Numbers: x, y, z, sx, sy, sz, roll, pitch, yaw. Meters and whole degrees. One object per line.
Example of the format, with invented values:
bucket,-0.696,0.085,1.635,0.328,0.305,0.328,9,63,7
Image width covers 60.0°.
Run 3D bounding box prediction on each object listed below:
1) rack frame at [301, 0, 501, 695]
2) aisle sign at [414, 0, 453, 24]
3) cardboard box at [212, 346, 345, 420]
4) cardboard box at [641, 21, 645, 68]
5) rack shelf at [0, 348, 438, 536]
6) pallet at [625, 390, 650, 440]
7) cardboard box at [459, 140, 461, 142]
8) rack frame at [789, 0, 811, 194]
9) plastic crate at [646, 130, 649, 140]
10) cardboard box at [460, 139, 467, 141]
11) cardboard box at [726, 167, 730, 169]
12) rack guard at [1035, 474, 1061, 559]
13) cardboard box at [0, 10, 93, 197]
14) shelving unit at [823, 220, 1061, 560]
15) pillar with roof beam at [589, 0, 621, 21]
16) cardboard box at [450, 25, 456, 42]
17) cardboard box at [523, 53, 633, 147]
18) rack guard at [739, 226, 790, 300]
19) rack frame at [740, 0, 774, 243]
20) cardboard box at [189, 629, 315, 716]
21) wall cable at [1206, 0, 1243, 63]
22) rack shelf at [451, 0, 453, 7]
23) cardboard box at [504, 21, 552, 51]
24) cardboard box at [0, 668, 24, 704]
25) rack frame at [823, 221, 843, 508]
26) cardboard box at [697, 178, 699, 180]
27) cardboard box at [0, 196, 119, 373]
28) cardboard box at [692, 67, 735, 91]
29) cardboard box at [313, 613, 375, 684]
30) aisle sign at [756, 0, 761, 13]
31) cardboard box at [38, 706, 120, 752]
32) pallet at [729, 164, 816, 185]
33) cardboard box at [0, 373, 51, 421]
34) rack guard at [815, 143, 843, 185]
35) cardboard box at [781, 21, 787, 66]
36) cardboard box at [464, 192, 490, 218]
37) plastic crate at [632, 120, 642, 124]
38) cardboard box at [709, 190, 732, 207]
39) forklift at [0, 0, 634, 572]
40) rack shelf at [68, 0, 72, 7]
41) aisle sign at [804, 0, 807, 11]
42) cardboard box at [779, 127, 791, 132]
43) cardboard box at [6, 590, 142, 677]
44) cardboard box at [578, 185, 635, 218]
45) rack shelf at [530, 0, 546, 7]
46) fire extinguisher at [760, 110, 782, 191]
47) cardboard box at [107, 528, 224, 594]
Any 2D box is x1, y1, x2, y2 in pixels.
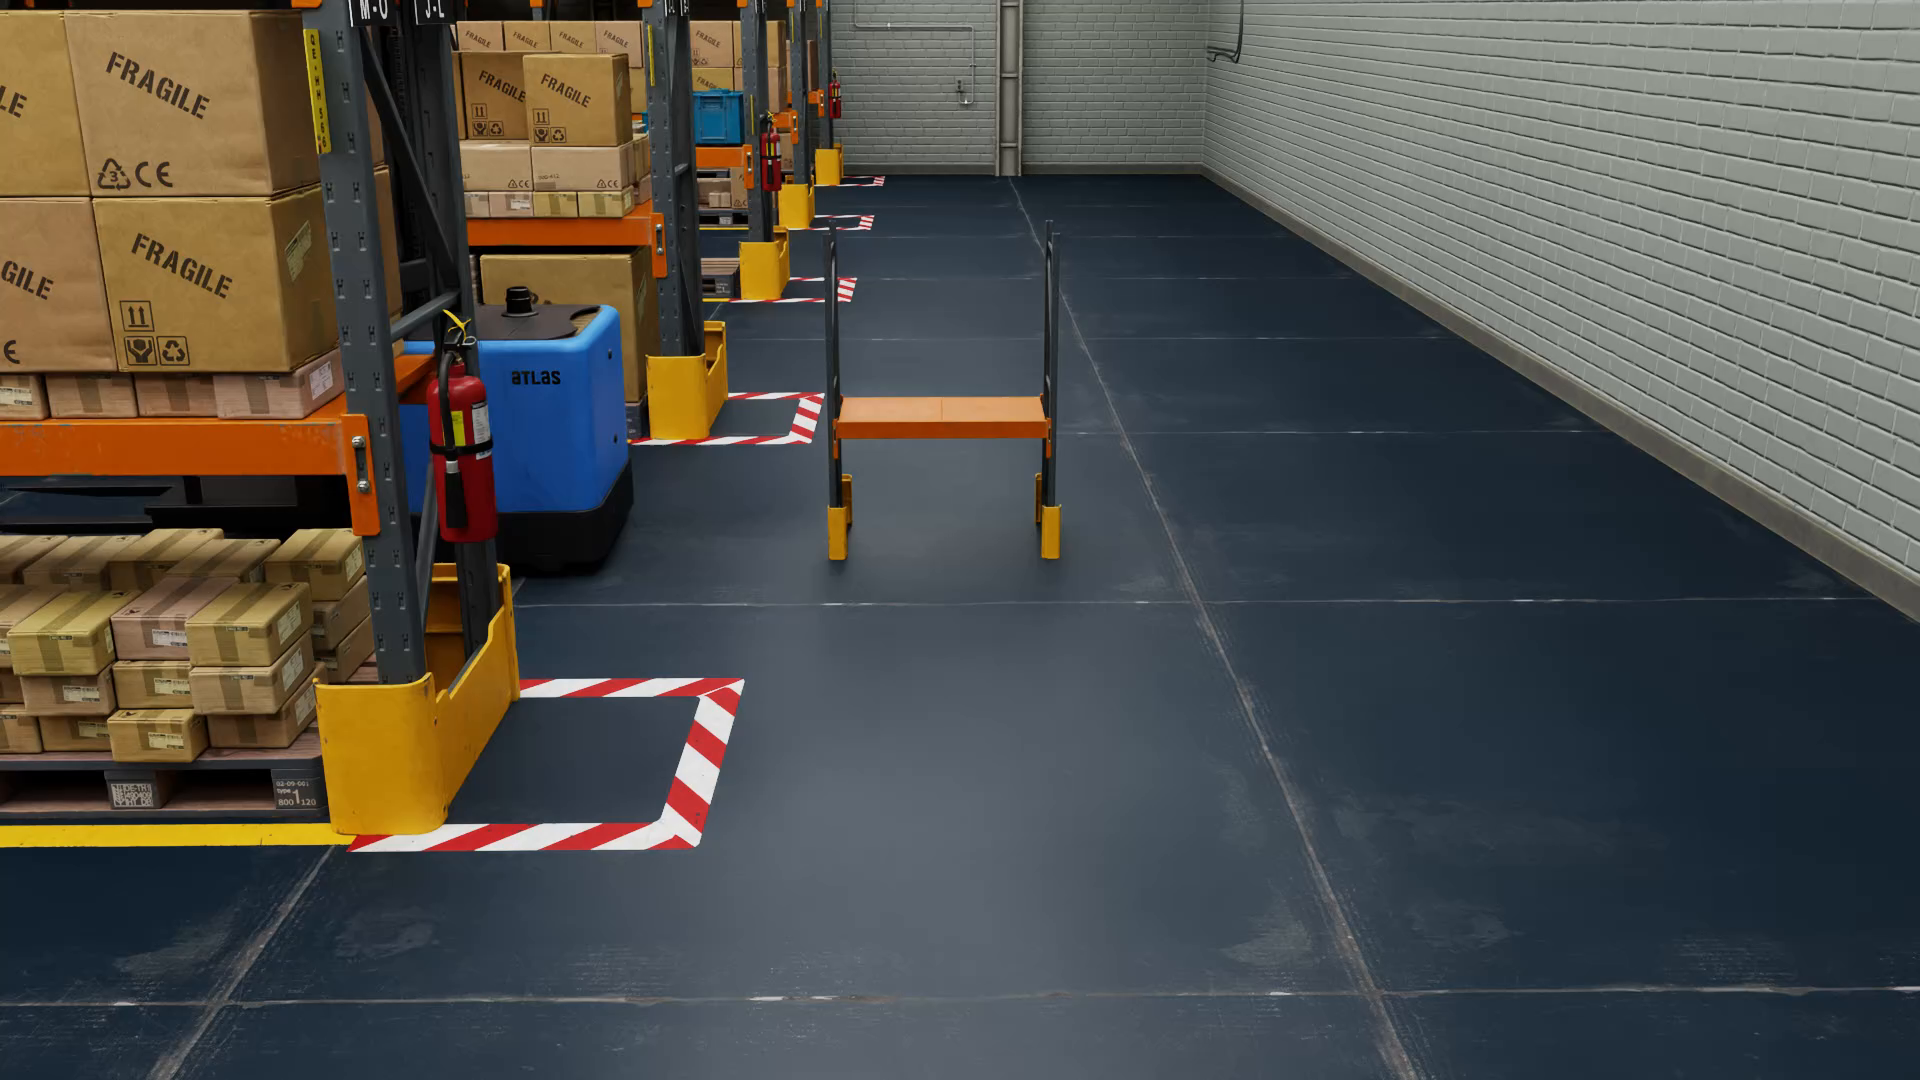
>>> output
rack frame,-1.737,-0.688,5.281,0.127,3.000,1.000,0,18,-1
aisle sign,-1.669,-2.018,5.170,0.004,0.787,0.394,0,18,-1
cardboard box,-2.059,-0.480,5.045,0.250,0.149,0.380,0,18,-1
cardboard box,-3.331,-5.660,18.979,0.500,0.500,0.500,0,18,1
rack shelf,-3.737,-0.336,5.361,4.000,0.370,1.077,0,18,-1
pallet,-2.513,-0.847,10.344,1.213,0.211,1.003,0,18,-1
cardboard box,-3.211,-2.185,9.707,0.500,0.250,0.500,-1,18,-3
rack frame,-1.867,-5.229,19.436,0.127,3.000,1.000,0,18,-1
plastic crate,-2.605,-3.560,14.567,0.243,0.136,0.396,0,18,-1
cardboard box,-3.221,-2.348,10.214,0.500,0.250,0.500,-1,18,-3
cardboard box,-3.148,-5.715,24.357,0.500,0.500,0.700,0,18,-1
rack guard,0.422,-0.121,8.016,0.087,0.250,0.587,0,18,-1
cardboard box,-2.698,-1.272,4.816,0.500,0.500,0.500,-1,18,-3
shelving unit,-0.076,-0.714,7.817,1.083,1.500,0.587,0,18,-1
pillar with roof beam,-5.194,-8.532,19.911,0.400,9.000,9.100,0,18,-1
cardboard box,-6.923,-7.198,23.665,0.500,0.250,0.500,0,18,0
cardboard box,-2.198,-2.548,9.610,0.500,0.500,0.500,0,18,0
rack guard,-1.769,-2.530,15.115,0.348,0.500,1.175,0,18,-1
rack frame,-1.793,-3.716,14.720,0.127,3.000,1.000,0,18,-1
cardboard box,-2.261,0.418,5.327,0.250,0.149,0.380,-1,18,-2
wall cable,3.712,-8.038,23.455,0.112,2.526,3.097,0,18,-1
rack shelf,-7.867,-6.285,18.998,4.000,0.370,1.077,0,18,-1
cardboard box,-4.875,-5.652,18.956,0.500,0.500,0.500,-1,18,-3
cardboard box,-3.050,0.391,5.411,0.250,0.149,0.380,0,18,-2
rack frame,-0.594,-0.711,7.810,0.032,1.500,0.500,0,18,-1
cardboard box,-3.415,-4.208,20.036,0.500,0.250,0.500,0,18,-1
cardboard box,-2.698,-0.795,4.965,0.500,0.500,0.500,-1,18,-2
cardboard box,-2.829,-5.187,19.144,0.500,0.500,0.500,0,18,0
cardboard box,-2.266,0.375,5.949,0.250,0.149,0.380,0,18,0
aisle sign,-1.716,-4.865,14.045,0.004,0.787,0.394,0,18,-1
cardboard box,-2.781,0.543,5.423,0.250,0.149,0.380,0,18,-1
pallet,-2.747,-5.386,24.492,1.213,0.211,1.003,0,18,-1
cardboard box,-2.813,-0.476,5.033,0.250,0.149,0.380,0,18,1
rack guard,-1.925,-5.551,24.535,0.348,0.500,1.175,0,18,-1
cardboard box,-2.315,-5.831,19.513,0.500,0.500,0.500,0,18,1
cardboard box,-2.827,-1.978,9.713,0.250,0.149,0.380,0,18,0
plastic crate,-3.045,-3.739,15.125,0.298,0.136,0.250,0,18,-1
cardboard box,-2.813,-4.037,19.639,0.250,0.166,0.380,0,18,-1
forklift,-3.146,-1.369,7.518,3.031,2.935,1.130,-1,18,-2
rack shelf,-11.866,-6.266,18.938,4.000,0.370,1.077,0,18,-1
aisle sign,-1.804,-6.557,19.320,0.004,0.787,0.394,0,18,-1
cardboard box,-2.526,-6.088,24.458,0.250,0.149,0.380,0,18,0
cardboard box,-2.772,0.290,5.238,0.250,0.149,0.380,-1,18,-2
cardboard box,-2.065,-1.981,9.724,0.250,0.149,0.380,0,18,0
rack shelf,-7.948,-7.798,23.714,4.000,0.370,1.077,0,18,-1
fire extinguisher,-1.635,-3.363,14.359,0.183,0.674,0.296,0,18,-1
cardboard box,-2.794,0.085,5.876,0.250,0.149,0.380,0,18,-1
